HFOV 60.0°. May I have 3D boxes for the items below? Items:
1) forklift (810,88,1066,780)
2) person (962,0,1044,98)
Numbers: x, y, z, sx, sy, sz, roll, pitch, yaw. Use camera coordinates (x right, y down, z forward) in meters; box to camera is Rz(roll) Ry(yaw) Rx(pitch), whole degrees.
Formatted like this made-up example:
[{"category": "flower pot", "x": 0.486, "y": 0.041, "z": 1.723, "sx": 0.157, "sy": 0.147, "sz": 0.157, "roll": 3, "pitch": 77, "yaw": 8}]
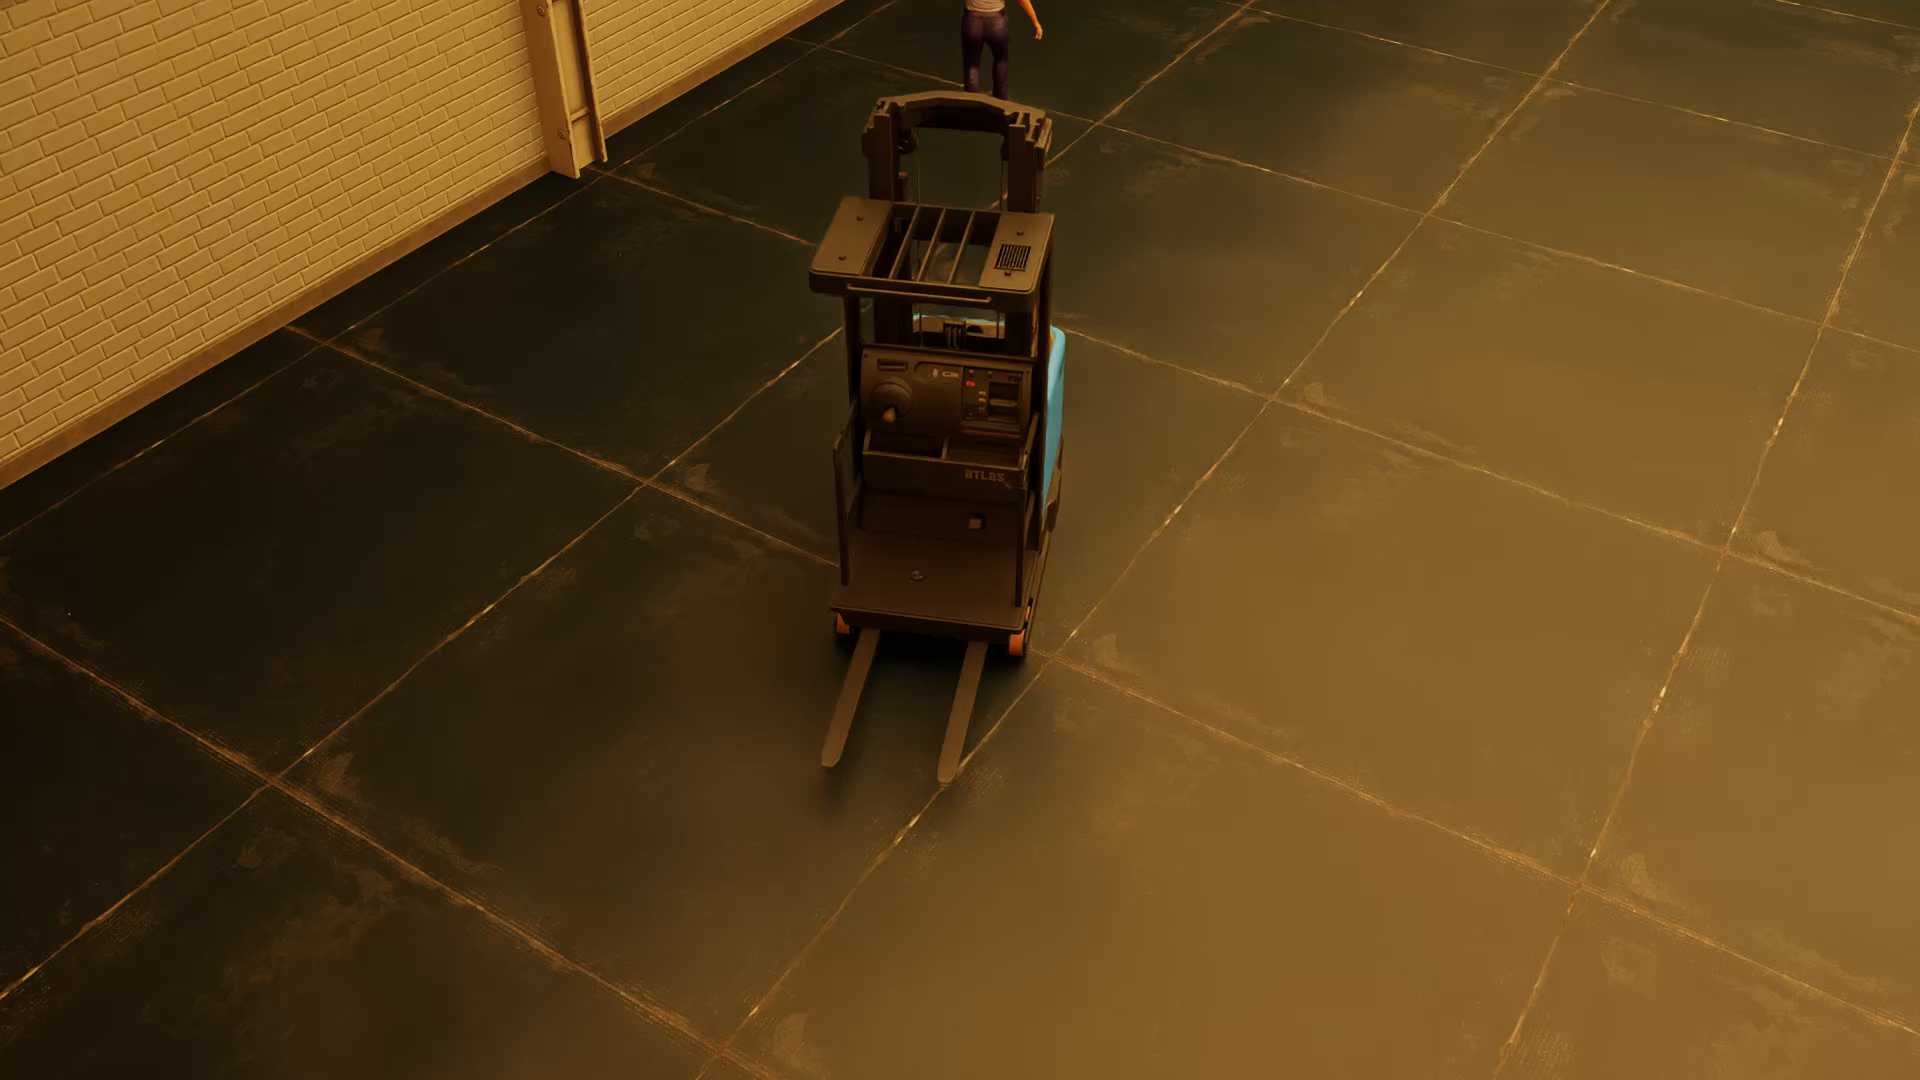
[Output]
[{"category": "forklift", "x": -0.108, "y": -0.731, "z": 8.830, "sx": 1.130, "sy": 2.935, "sz": 3.031, "roll": 7, "pitch": 41, "yaw": 8}, {"category": "person", "x": 0.264, "y": -4.416, "z": 14.216, "sx": 0.919, "sy": 1.640, "sz": 0.689, "roll": 2, "pitch": 40, "yaw": 3}]
